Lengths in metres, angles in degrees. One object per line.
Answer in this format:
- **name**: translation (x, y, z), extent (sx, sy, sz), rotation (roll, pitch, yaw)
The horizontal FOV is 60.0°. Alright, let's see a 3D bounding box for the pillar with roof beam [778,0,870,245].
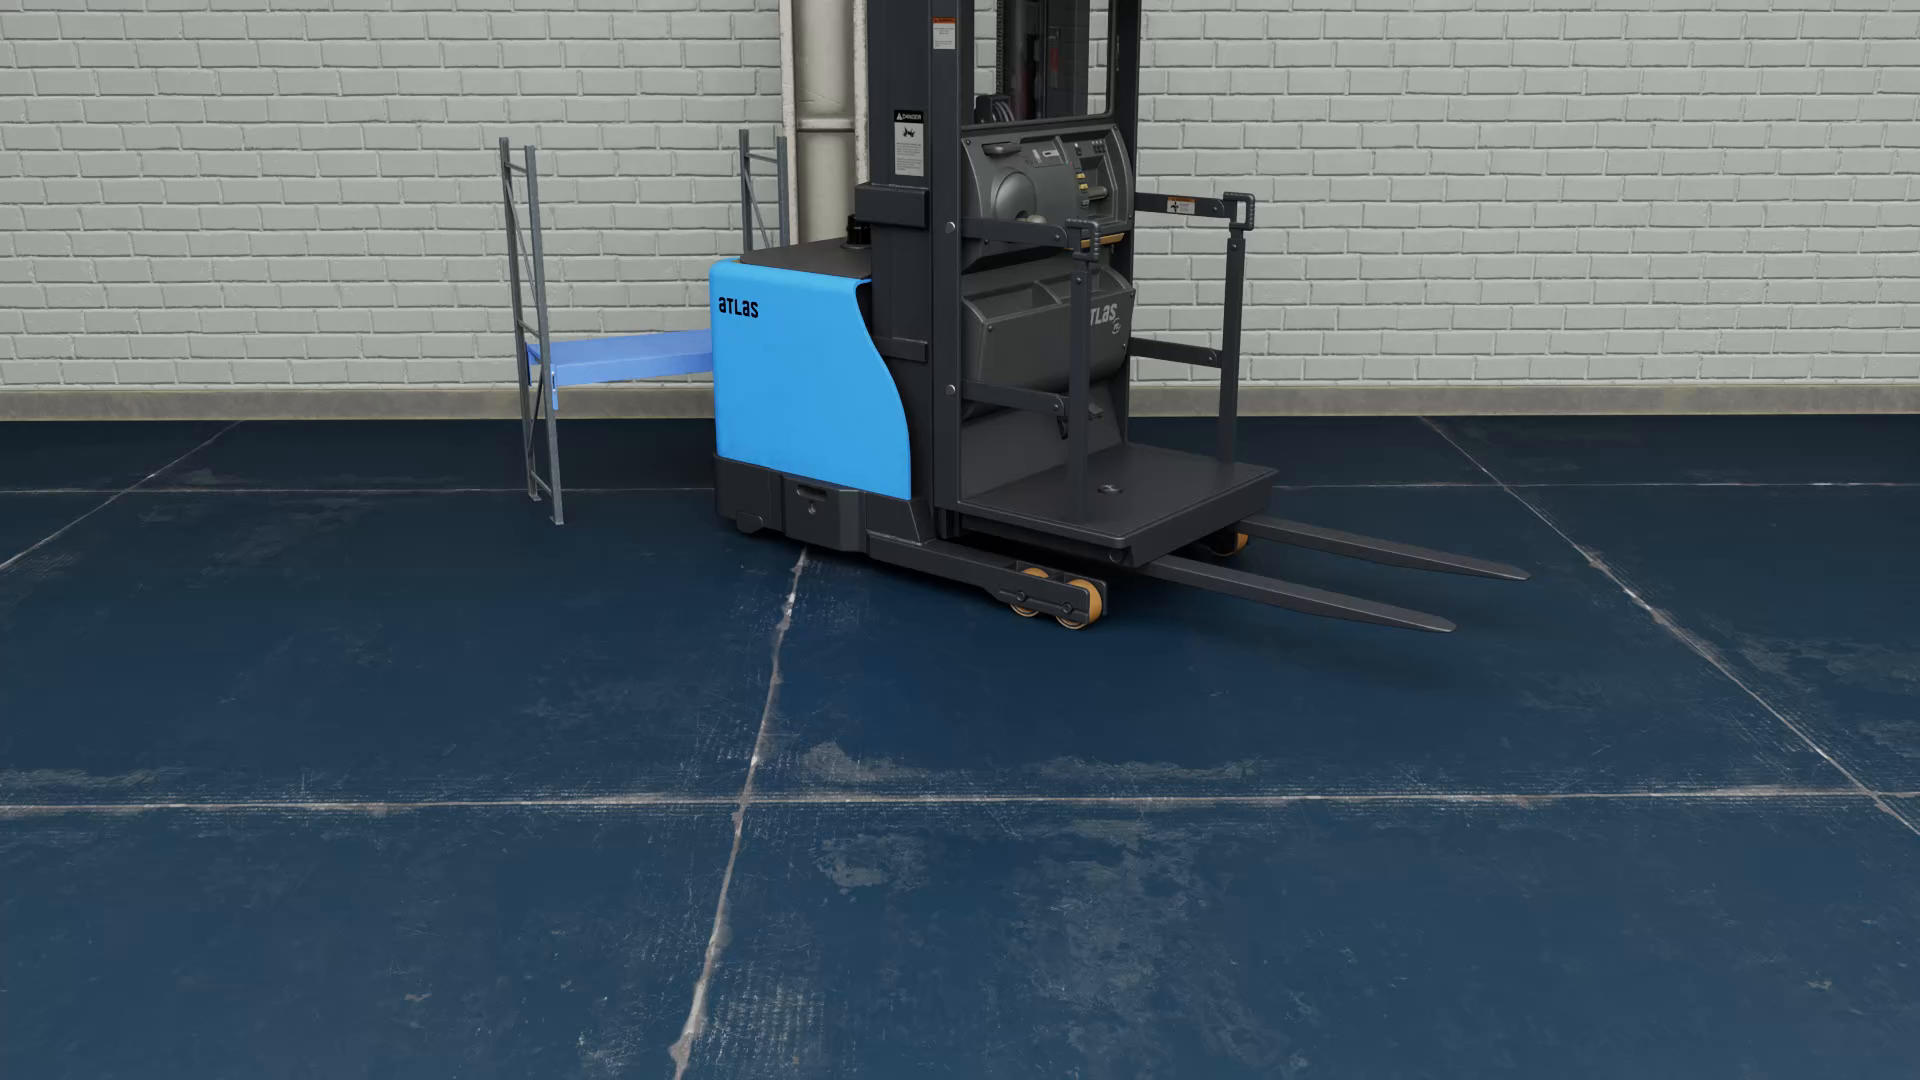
- **pillar with roof beam**: translation (-0.568, -3.557, 2.904), extent (0.400, 9.000, 9.100), rotation (0, 18, -1)

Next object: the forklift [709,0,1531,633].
- **forklift**: translation (0.487, -1.277, 5.731), extent (3.031, 2.935, 1.130), rotation (14, 22, 36)

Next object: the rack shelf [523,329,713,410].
- **rack shelf**: translation (-1.278, -0.741, 6.990), extent (1.000, 0.185, 0.538), rotation (-9, 20, -25)

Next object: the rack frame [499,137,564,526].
- **rack frame**: translation (-1.732, -0.842, 6.718), extent (0.032, 1.500, 0.500), rotation (-9, 20, -25)

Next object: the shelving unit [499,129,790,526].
- **shelving unit**: translation (-1.278, -0.912, 6.935), extent (1.048, 1.500, 0.538), rotation (-9, 20, -25)

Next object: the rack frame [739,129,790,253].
- **rack frame**: translation (-0.824, -0.982, 7.152), extent (0.032, 1.500, 0.500), rotation (-9, 20, -25)
